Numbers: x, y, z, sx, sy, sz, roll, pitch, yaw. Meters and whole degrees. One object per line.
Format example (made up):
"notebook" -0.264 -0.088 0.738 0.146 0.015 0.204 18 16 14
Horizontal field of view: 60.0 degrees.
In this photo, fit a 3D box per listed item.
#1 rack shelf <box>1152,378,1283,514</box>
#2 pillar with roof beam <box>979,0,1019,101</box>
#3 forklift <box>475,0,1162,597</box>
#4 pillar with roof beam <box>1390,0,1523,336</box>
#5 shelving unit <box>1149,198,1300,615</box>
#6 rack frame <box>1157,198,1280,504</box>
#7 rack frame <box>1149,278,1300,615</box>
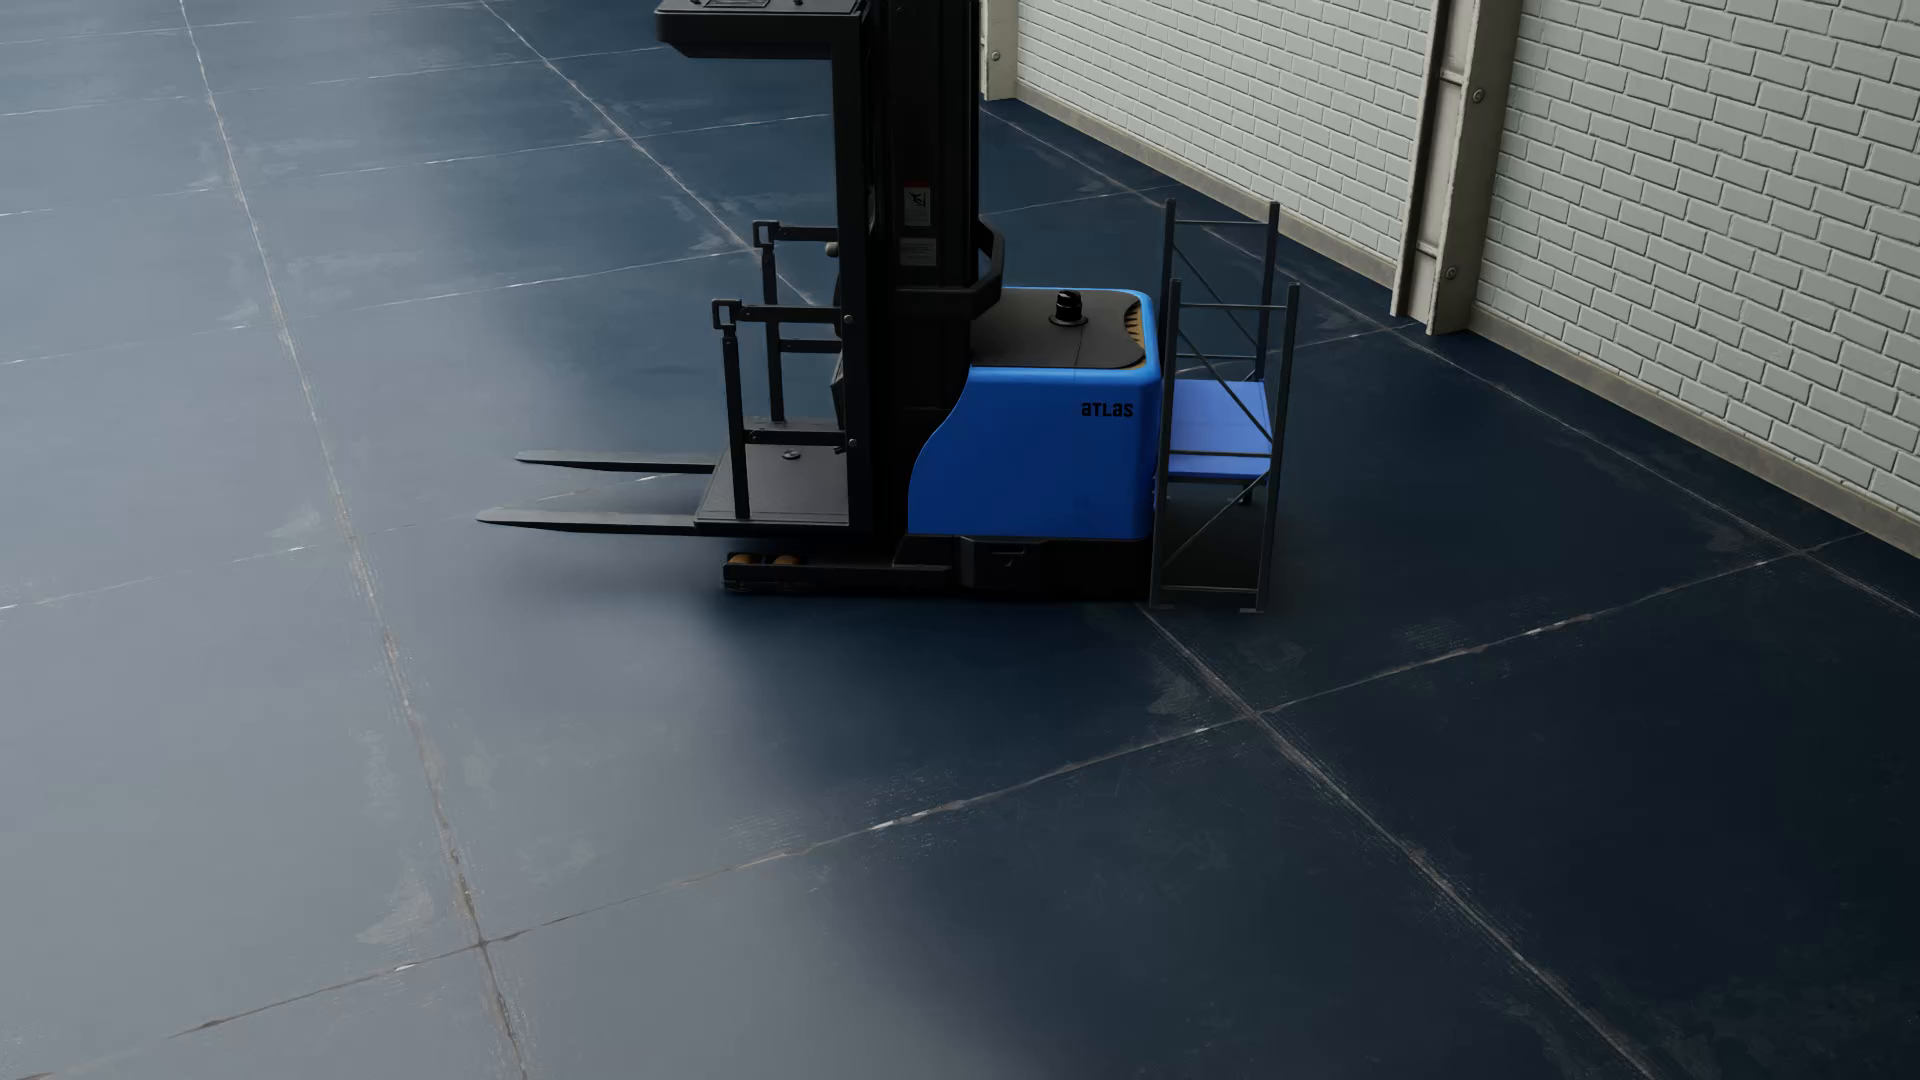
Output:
"rack shelf" 1.117 -0.442 7.373 0.538 0.185 1.000 3 29 5
"pillar with roof beam" -3.598 -7.010 11.050 9.100 9.000 0.400 -13 32 -22
"forklift" -0.646 -1.297 7.066 3.031 2.935 1.130 2 29 3
"pillar with roof beam" -1.022 -4.359 6.324 9.100 9.000 0.400 -13 32 -22
"shelving unit" 1.117 -0.599 7.285 0.538 1.500 1.048 3 29 5
"rack frame" 1.163 -0.847 7.726 0.500 1.500 0.032 3 29 5
"rack frame" 1.071 -0.351 6.843 0.500 1.500 0.032 3 29 5
